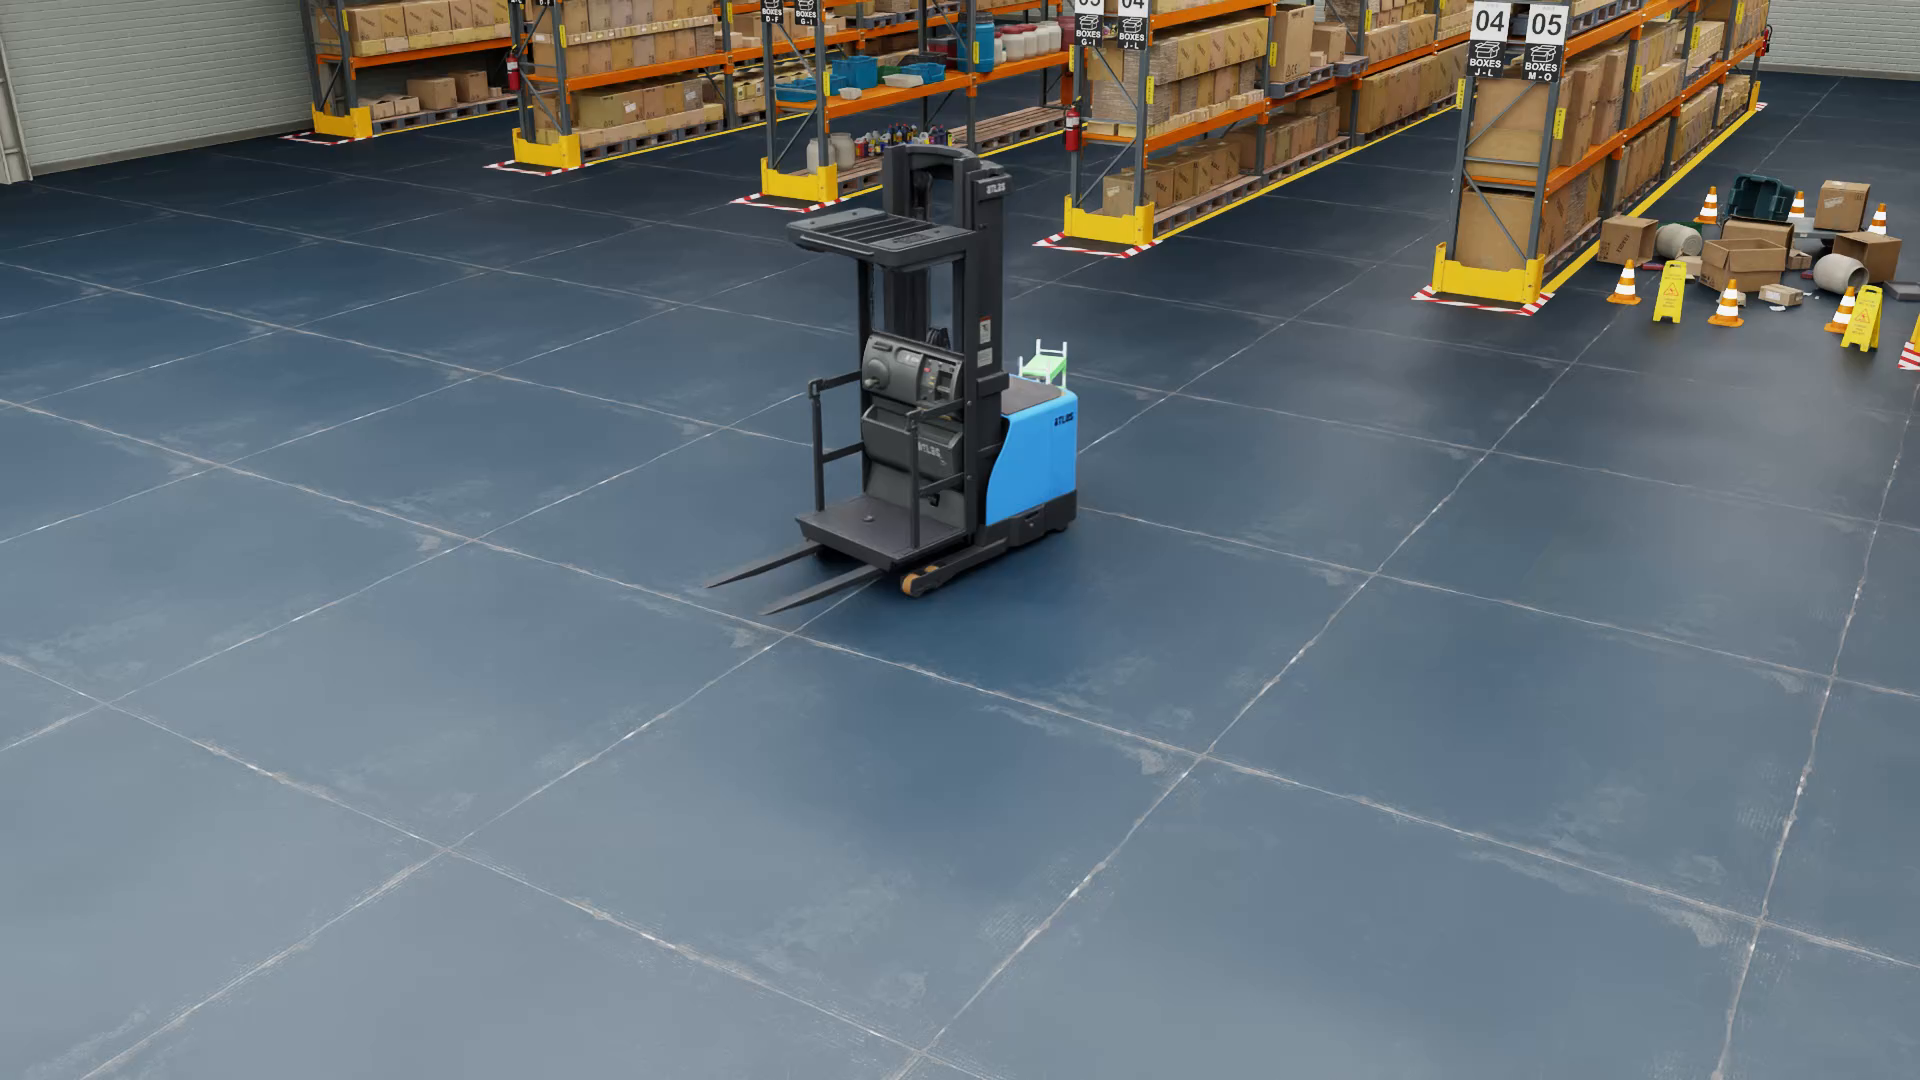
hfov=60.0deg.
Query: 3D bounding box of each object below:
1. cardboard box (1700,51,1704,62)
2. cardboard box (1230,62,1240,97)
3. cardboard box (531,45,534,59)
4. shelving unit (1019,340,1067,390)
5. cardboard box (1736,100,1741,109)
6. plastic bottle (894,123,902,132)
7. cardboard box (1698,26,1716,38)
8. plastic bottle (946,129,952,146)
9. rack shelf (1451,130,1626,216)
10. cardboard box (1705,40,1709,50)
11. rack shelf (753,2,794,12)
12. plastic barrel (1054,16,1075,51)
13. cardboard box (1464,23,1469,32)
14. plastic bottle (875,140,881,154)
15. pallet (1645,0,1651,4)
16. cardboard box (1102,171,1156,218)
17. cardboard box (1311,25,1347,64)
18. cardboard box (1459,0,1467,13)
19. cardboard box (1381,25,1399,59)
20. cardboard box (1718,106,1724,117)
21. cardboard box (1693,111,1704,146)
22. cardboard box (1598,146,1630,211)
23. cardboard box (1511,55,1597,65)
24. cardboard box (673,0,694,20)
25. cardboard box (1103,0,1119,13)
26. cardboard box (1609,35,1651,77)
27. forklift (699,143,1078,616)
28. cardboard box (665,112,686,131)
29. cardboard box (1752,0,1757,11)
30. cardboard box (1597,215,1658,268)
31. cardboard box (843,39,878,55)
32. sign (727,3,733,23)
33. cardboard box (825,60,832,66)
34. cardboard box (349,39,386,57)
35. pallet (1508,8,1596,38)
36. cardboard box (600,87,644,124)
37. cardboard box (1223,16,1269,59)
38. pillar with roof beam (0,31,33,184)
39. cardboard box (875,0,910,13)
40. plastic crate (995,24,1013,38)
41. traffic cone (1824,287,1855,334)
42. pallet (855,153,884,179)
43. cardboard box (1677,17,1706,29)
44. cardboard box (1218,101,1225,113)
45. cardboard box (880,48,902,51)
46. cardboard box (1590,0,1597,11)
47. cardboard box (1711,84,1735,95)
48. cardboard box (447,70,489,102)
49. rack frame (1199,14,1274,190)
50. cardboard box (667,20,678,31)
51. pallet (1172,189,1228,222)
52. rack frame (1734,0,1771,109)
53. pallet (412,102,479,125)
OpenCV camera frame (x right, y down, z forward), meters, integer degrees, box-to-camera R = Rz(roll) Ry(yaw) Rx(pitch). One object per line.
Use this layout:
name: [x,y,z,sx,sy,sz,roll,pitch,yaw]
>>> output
cardboard box: [11.512,-7.637,26.239,0.380,0.149,0.250,13,27,27]
cardboard box: [3.414,-6.521,23.374,0.875,0.500,0.500,14,27,29]
cardboard box: [-8.023,-9.553,32.527,0.500,0.250,0.500,13,27,28]
shelving unit: [0.652,-0.938,13.242,0.258,1.200,0.503,8,25,17]
cardboard box: [13.925,-7.914,30.152,0.380,0.149,0.250,13,26,27]
plastic bottle: [-0.988,-6.478,26.554,0.144,0.351,0.185,15,27,30]
cardboard box: [11.915,-8.173,26.729,0.380,0.149,0.250,14,27,29]
plastic bottle: [-0.183,-6.401,26.461,0.061,0.283,0.133,15,28,32]
rack shelf: [7.103,-4.560,20.250,1.077,0.370,4.000,14,27,29]
cardboard box: [11.644,-7.858,26.376,0.380,0.149,0.250,14,27,29]
rack shelf: [-3.352,-12.798,39.279,1.077,0.370,4.000,14,27,29]
plastic barrel: [1.913,-8.869,29.127,0.600,0.536,0.708,14,27,29]
cardboard box: [9.477,-9.781,31.719,0.380,0.149,0.250,13,27,27]
plastic bottle: [-1.284,-6.129,25.936,0.097,0.201,0.097,0,23,0]
pallet: [8.600,-7.174,21.847,0.805,0.209,1.217,13,26,27]
cardboard box: [2.232,-4.542,21.920,0.500,0.500,0.500,20,30,38]
cardboard box: [5.648,-7.828,26.237,0.700,0.500,0.500,19,30,37]
cardboard box: [9.225,-10.200,31.243,0.500,0.500,0.500,13,27,27]
cardboard box: [7.133,-8.490,28.296,0.500,0.500,0.500,13,27,28]
cardboard box: [12.841,-7.342,28.455,0.380,0.149,0.250,15,28,31]
cardboard box: [11.657,-6.663,26.820,0.500,0.500,0.500,13,27,28]
cardboard box: [8.409,-4.954,22.557,1.050,0.750,0.750,14,27,29]
cardboard box: [7.069,-5.469,19.894,0.875,0.550,0.500,14,27,29]
cardboard box: [-4.910,-9.036,27.923,0.700,0.500,0.500,14,27,29]
cardboard box: [1.926,-6.813,20.960,0.500,0.250,0.500,15,27,30]
cardboard box: [8.952,-6.584,22.634,0.700,0.500,0.500,14,27,29]
forklift: [-0.486,-1.172,11.604,1.130,2.935,3.031,21,31,40]
cardboard box: [-4.998,-7.106,28.158,0.500,0.250,0.500,14,27,29]
cardboard box: [13.648,-9.523,29.049,0.500,0.500,0.500,13,27,27]
cardboard box: [8.211,-3.681,20.455,0.500,0.500,0.500,20,30,38]
cardboard box: [-1.986,-9.850,33.212,0.500,0.250,0.500,15,28,31]
sign: [-3.944,-9.034,28.489,0.100,0.325,0.005,14,27,29]
cardboard box: [-2.373,-9.026,31.887,0.500,0.311,0.500,15,27,30]
cardboard box: [-10.209,-8.442,28.474,0.500,0.250,0.500,13,27,27]
pallet: [6.431,-5.804,18.553,1.003,0.211,1.213,14,27,29]
cardboard box: [-5.539,-7.116,27.237,0.500,0.500,0.500,14,27,29]
cardboard box: [3.994,-7.071,23.385,0.500,0.500,0.500,14,27,29]
pillar with roof beam: [-10.610,-8.647,21.232,9.100,9.000,0.400,14,27,29]
cardboard box: [-1.425,-10.810,33.126,0.700,0.500,0.500,20,31,39]
plastic crate: [0.788,-8.575,28.538,0.402,0.464,0.583,14,27,29]
traffic cone: [9.438,-2.464,17.694,0.336,0.463,0.334,14,27,29]
pallet: [-1.242,-5.766,25.639,1.003,0.211,1.213,14,27,29]
cardboard box: [12.393,-8.671,28.338,0.500,0.500,0.500,14,27,29]
cardboard box: [3.433,-5.978,22.936,0.380,0.149,0.250,14,27,29]
cardboard box: [-1.467,-9.839,34.131,0.500,0.500,0.500,13,26,27]
cardboard box: [6.901,-6.020,18.603,0.380,0.149,0.250,14,27,29]
cardboard box: [13.582,-8.018,29.643,0.380,0.149,0.250,14,27,29]
cardboard box: [-9.140,-8.449,30.920,0.500,0.500,0.500,12,26,25]
rack frame: [3.998,-6.639,24.146,1.000,3.000,0.127,14,27,29]
cardboard box: [-4.916,-8.580,27.688,0.380,0.149,0.250,14,27,29]
pallet: [3.031,-4.712,23.204,1.003,0.211,1.213,14,27,29]
rack frame: [14.488,-9.616,31.022,1.000,3.000,0.127,14,27,29]
pallet: [-9.594,-7.826,30.398,1.003,0.211,1.213,14,27,29]
